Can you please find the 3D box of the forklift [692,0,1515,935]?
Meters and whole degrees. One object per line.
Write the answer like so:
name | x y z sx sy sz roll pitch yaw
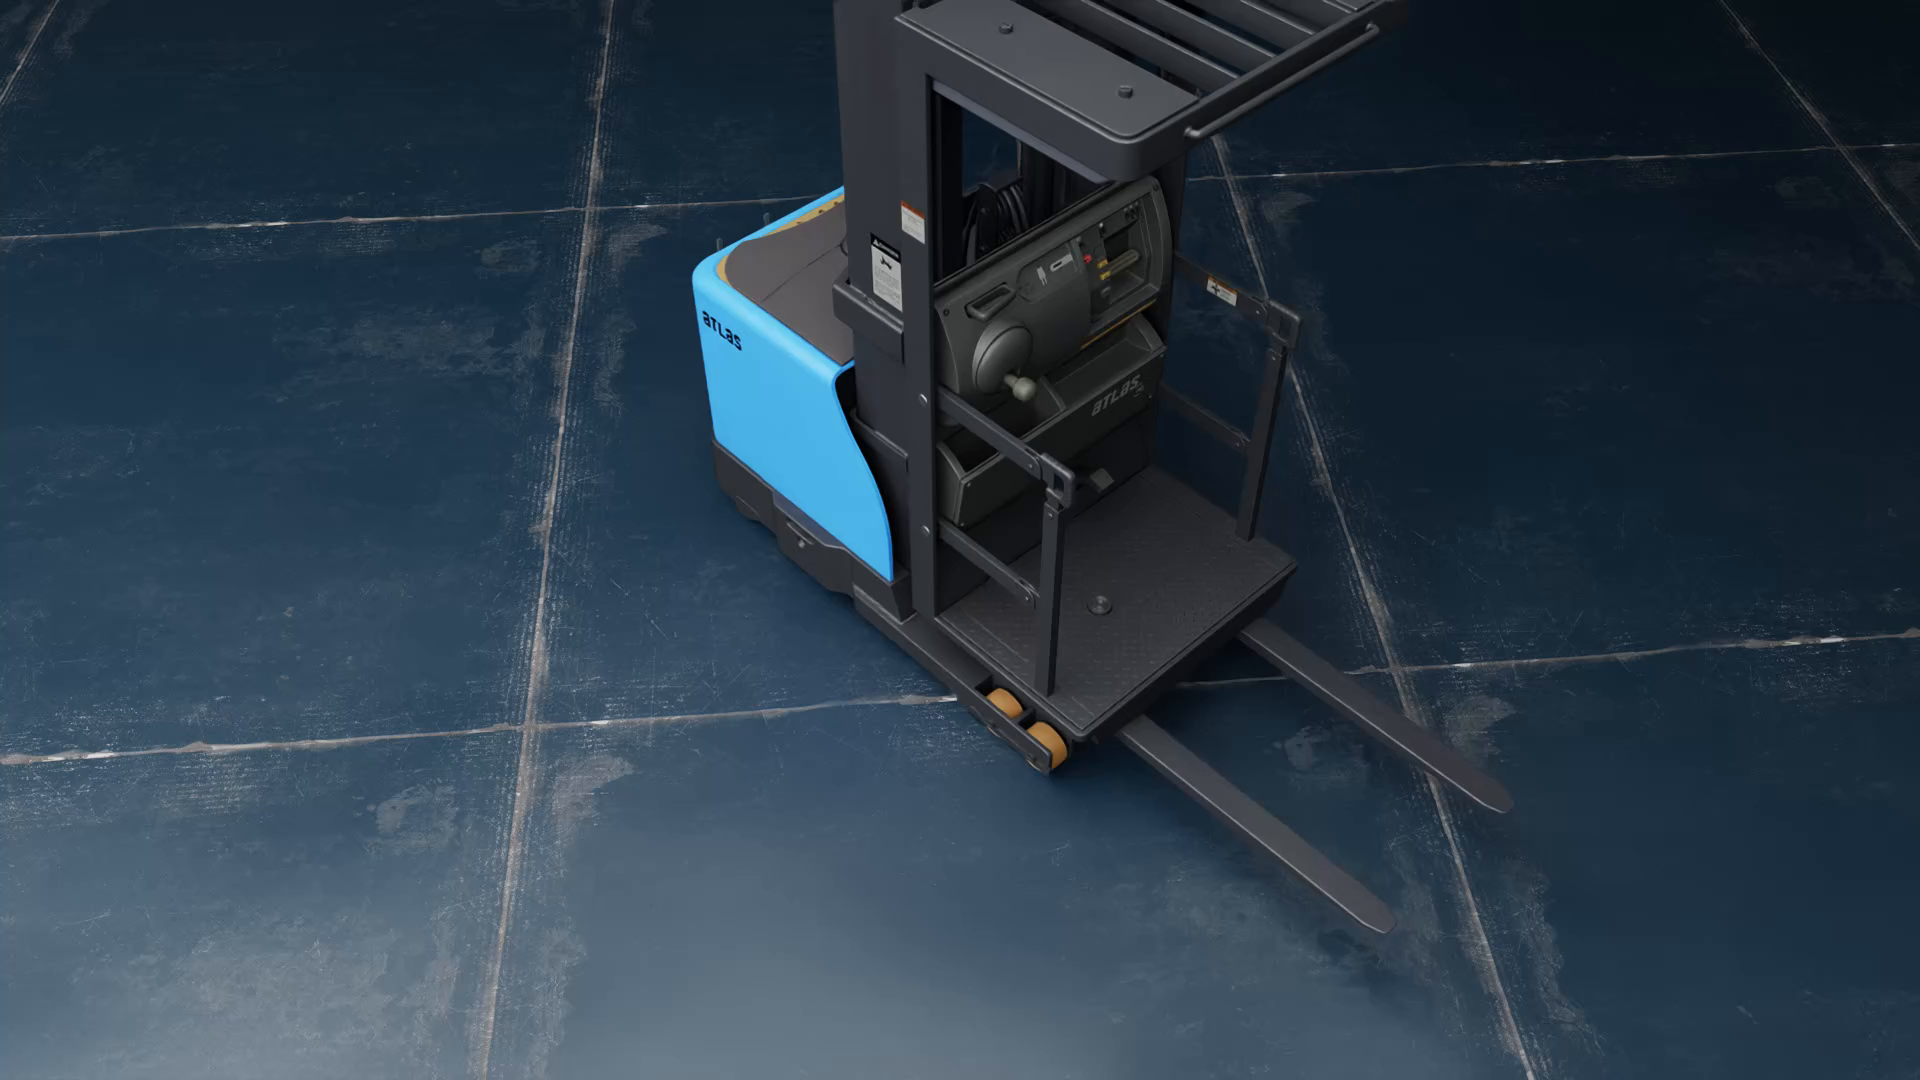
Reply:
forklift | 0.445 -0.667 4.863 1.130 2.935 3.031 -35 55 -28

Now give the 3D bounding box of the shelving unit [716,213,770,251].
shelving unit | -0.727 -0.788 6.377 0.258 0.900 0.210 -35 55 -28

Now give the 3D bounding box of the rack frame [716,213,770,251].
rack frame | -0.797 -0.842 6.427 0.240 0.900 0.006 -35 55 -28
